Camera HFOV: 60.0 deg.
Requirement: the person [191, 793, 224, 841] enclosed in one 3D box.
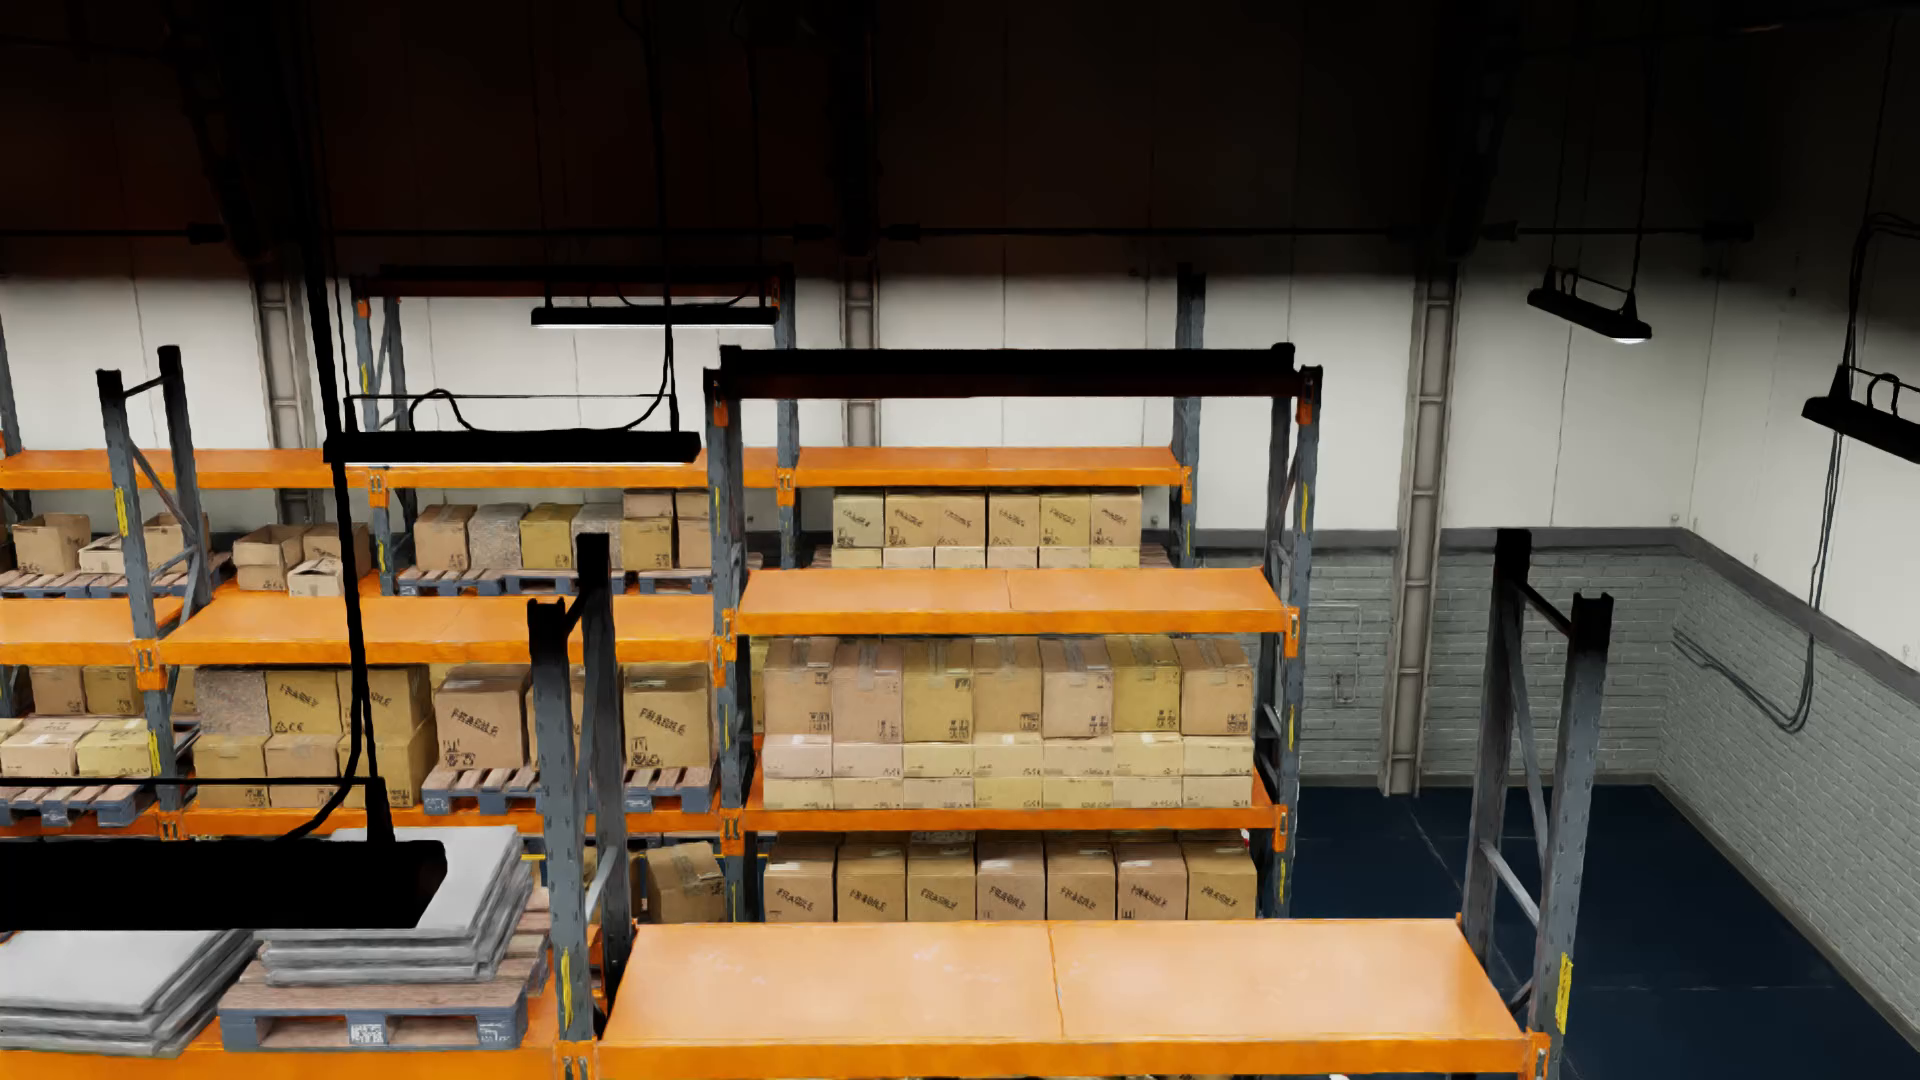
[{"bbox_3d":[-6.861,2.945,15.434,0.574,1.664,0.543,9,18,27],"label":"person"}]
